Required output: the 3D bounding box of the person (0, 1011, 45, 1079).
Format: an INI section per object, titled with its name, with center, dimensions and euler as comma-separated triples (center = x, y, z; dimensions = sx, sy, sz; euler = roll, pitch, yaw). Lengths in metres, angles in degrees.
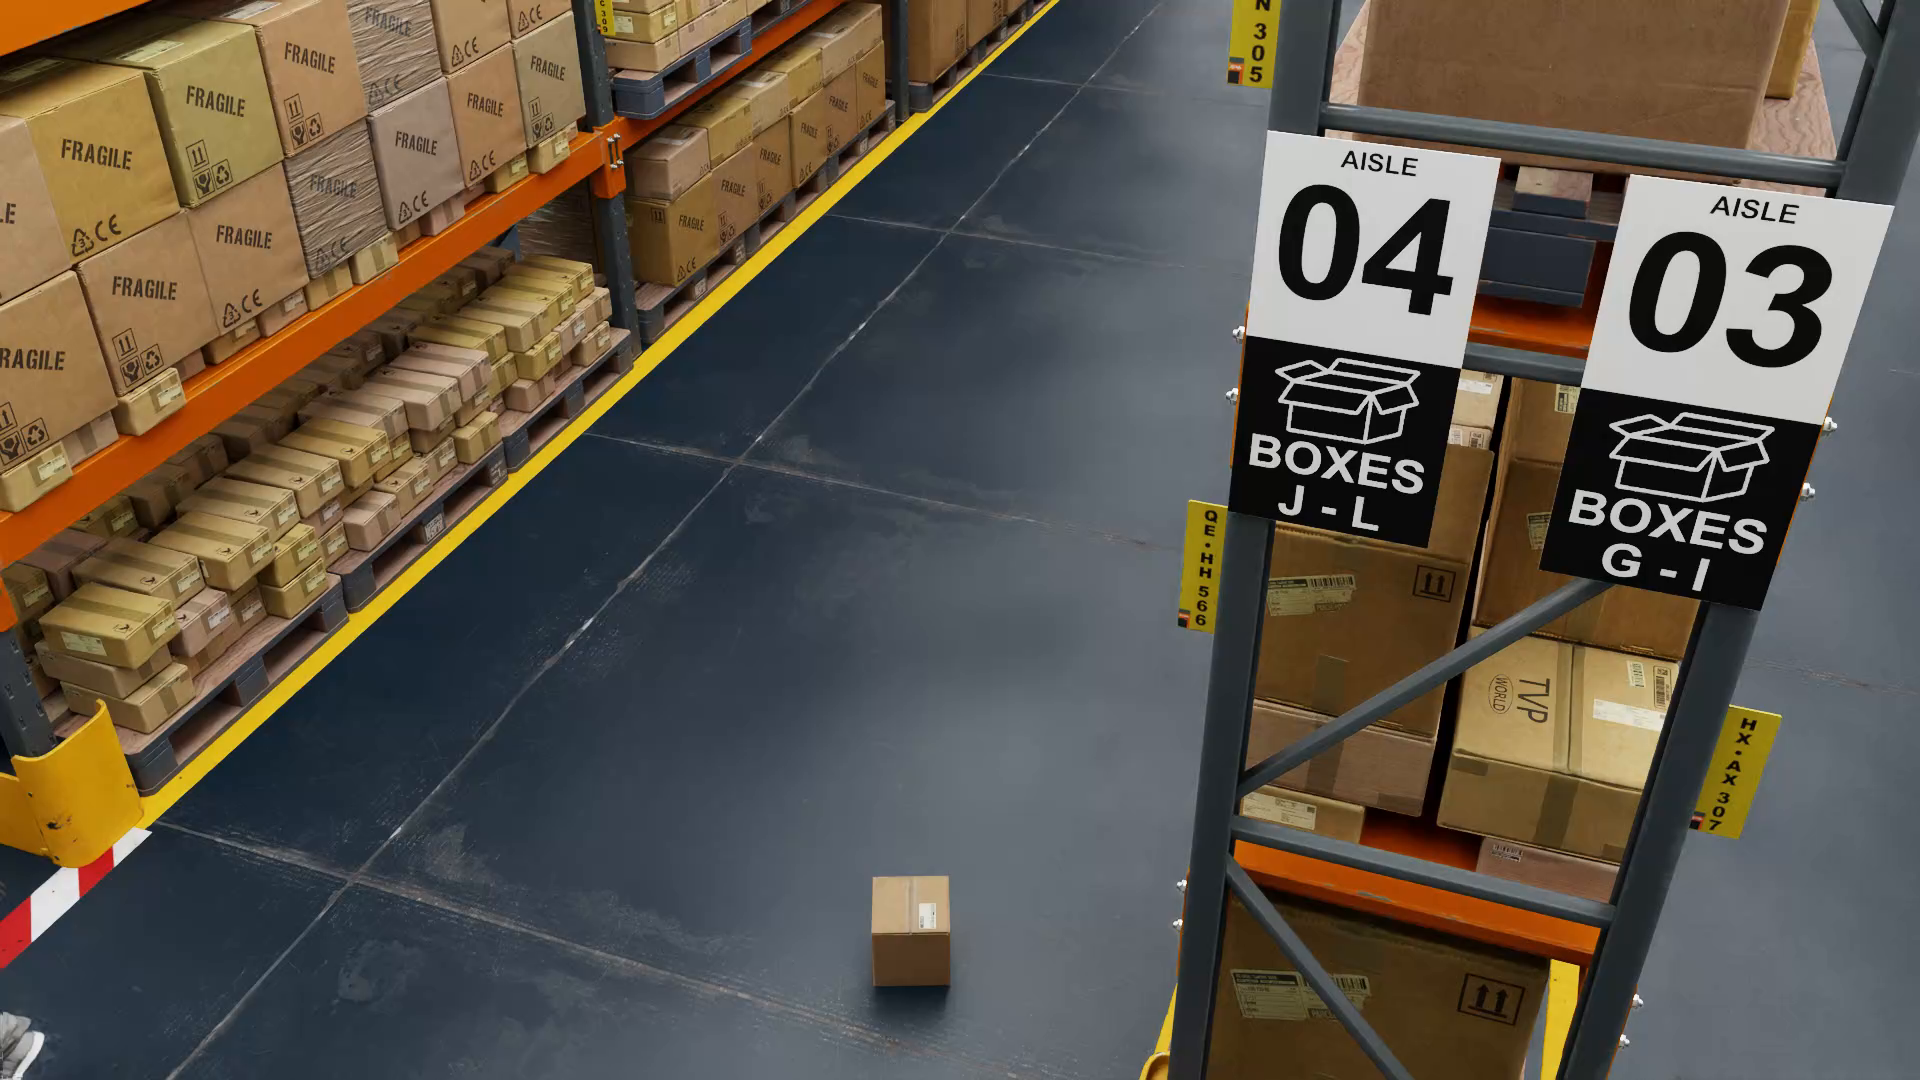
[person]
center = -3.098, 1.024, 4.593
dimensions = 0.763, 1.572, 0.419
euler = -10, 35, -14
